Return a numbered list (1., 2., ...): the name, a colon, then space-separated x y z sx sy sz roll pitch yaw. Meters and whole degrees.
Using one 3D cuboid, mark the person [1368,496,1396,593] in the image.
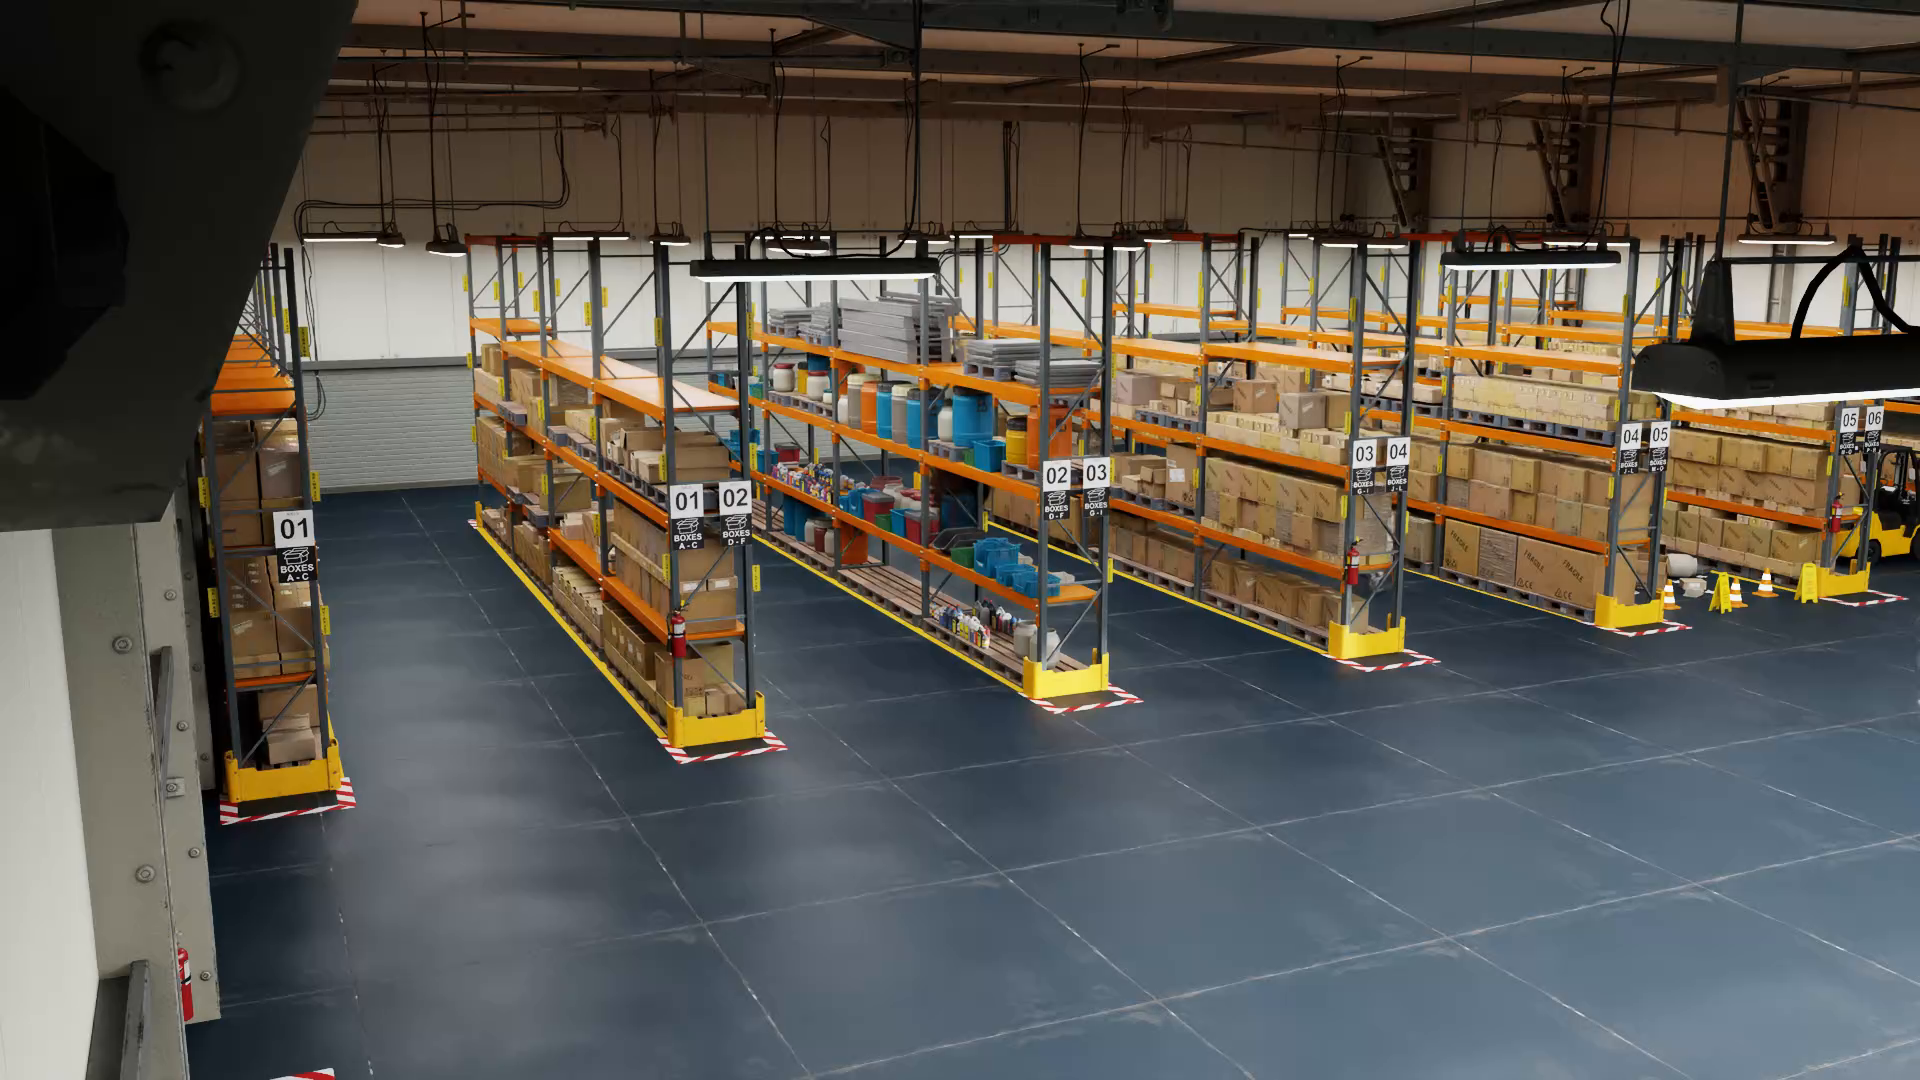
1. person: 7.210 0.047 28.191 0.649 1.742 0.642 -8 14 -37
